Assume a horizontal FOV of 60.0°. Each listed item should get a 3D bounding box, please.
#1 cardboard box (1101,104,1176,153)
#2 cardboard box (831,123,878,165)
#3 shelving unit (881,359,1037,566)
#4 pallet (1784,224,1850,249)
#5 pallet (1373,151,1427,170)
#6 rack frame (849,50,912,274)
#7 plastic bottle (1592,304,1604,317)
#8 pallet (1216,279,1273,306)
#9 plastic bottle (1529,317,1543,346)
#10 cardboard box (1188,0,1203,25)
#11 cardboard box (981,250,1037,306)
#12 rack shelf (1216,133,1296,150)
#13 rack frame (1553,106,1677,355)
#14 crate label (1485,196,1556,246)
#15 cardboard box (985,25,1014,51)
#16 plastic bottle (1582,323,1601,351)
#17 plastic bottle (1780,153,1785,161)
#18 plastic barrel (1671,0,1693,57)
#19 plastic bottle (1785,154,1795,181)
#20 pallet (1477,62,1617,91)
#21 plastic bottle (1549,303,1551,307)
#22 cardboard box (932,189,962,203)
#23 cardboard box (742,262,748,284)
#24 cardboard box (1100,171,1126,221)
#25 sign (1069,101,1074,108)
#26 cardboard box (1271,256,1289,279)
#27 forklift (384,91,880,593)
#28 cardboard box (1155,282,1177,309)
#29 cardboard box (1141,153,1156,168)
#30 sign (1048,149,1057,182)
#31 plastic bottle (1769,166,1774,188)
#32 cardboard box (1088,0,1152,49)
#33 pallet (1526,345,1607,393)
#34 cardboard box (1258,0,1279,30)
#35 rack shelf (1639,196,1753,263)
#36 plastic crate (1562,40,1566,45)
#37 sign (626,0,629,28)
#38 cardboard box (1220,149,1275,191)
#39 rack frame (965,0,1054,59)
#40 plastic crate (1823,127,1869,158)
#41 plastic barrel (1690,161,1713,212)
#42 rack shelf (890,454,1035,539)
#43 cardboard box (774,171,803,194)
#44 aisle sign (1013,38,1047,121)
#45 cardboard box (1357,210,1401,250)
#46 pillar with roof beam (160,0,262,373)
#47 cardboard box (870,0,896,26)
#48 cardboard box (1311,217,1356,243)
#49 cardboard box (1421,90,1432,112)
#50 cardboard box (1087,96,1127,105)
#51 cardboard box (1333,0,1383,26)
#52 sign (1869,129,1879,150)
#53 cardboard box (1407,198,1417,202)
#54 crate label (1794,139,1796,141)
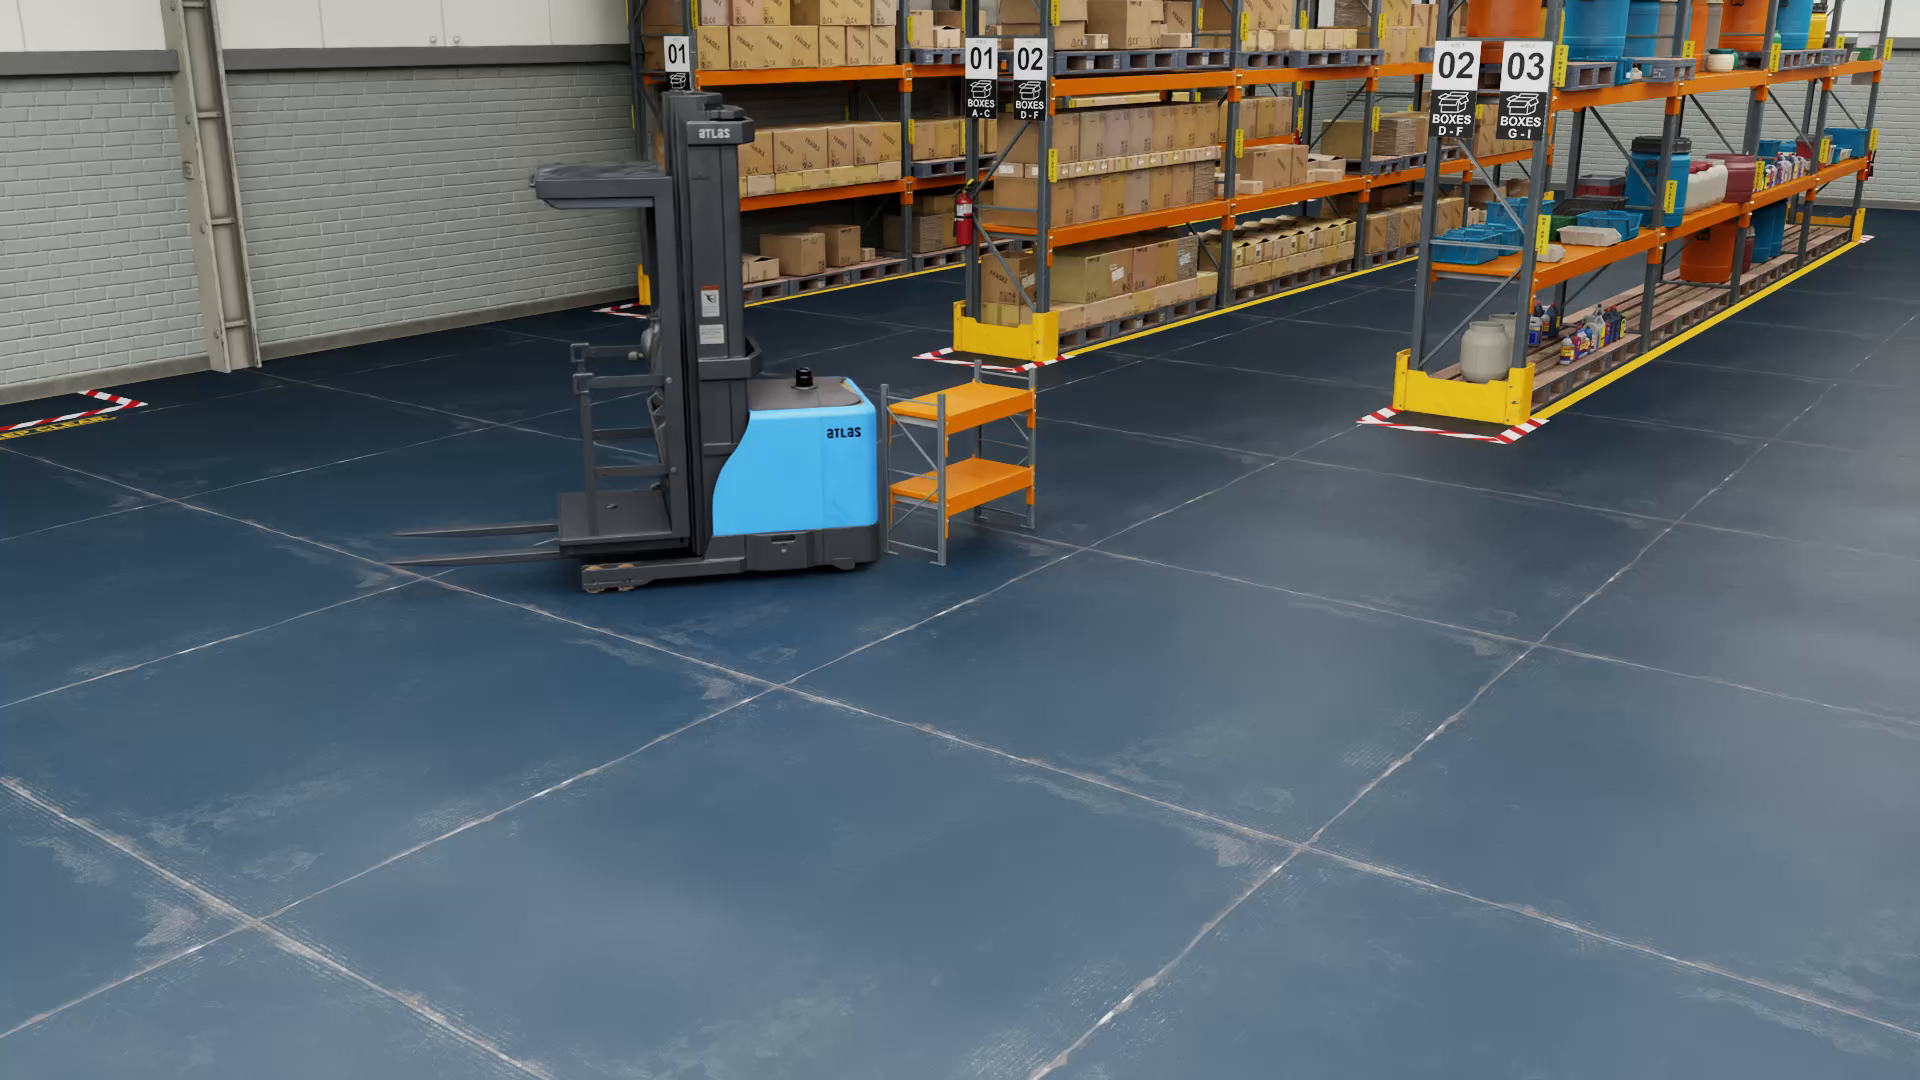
[{"bbox_3d":[2.016,-4.686,18.921,0.700,0.500,0.500,12,21,35],"label":"cardboard box"},{"bbox_3d":[-1.432,-5.249,22.043,0.500,0.500,0.500,12,21,34],"label":"cardboard box"},{"bbox_3d":[0.004,-0.539,11.082,0.538,1.125,1.048,12,21,35],"label":"shelving unit"},{"bbox_3d":[13.478,-4.826,26.429,1.003,0.211,1.213,12,21,35],"label":"pallet"},{"bbox_3d":[6.413,-5.691,24.835,1.003,0.211,1.213,12,21,35],"label":"pallet"},{"bbox_3d":[-1.106,-5.240,23.060,1.000,3.000,0.127,12,21,35],"label":"rack frame"},{"bbox_3d":[6.582,-2.256,17.174,0.144,0.351,0.185,12,21,35],"label":"plastic bottle"},{"bbox_3d":[3.282,-3.216,21.245,1.003,0.211,1.213,12,21,35],"label":"pallet"},{"bbox_3d":[5.804,-2.113,16.843,0.152,0.276,0.135,12,21,35],"label":"plastic bottle"},{"bbox_3d":[4.311,-9.233,28.972,0.500,0.500,0.500,12,21,34],"label":"cardboard box"},{"bbox_3d":[0.572,-2.839,17.991,0.500,0.500,0.500,12,21,35],"label":"cardboard box"},{"bbox_3d":[4.852,-7.278,30.837,1.077,0.370,4.000,12,21,35],"label":"rack shelf"},{"bbox_3d":[6.850,-3.489,17.423,1.000,3.000,0.127,12,21,35],"label":"rack frame"},{"bbox_3d":[5.347,-3.040,15.915,0.502,0.435,0.616,12,21,35],"label":"crate label"},{"bbox_3d":[0.431,-7.392,24.723,0.797,0.503,0.637,16,24,42],"label":"cardboard box"},{"bbox_3d":[6.291,-2.034,16.586,0.152,0.276,0.135,13,21,36],"label":"plastic bottle"},{"bbox_3d":[11.216,-5.120,22.757,0.144,0.351,0.185,12,21,35],"label":"plastic bottle"},{"bbox_3d":[7.759,-5.632,18.420,0.600,0.901,0.708,12,21,35],"label":"plastic barrel"},{"bbox_3d":[11.222,-5.051,22.533,0.144,0.351,0.185,12,21,35],"label":"plastic bottle"},{"bbox_3d":[5.039,-4.059,14.517,1.003,0.211,1.213,12,21,35],"label":"pallet"},{"bbox_3d":[6.308,-2.398,17.767,0.097,0.271,0.097,0,17,0],"label":"plastic bottle"},{"bbox_3d":[-0.114,-5.023,24.569,0.500,0.250,0.500,12,21,33],"label":"cardboard box"},{"bbox_3d":[-3.005,-3.362,20.805,0.500,0.311,0.500,10,20,29],"label":"cardboard box"},{"bbox_3d":[1.389,-3.813,18.295,0.700,0.500,0.500,13,21,35],"label":"cardboard box"},{"bbox_3d":[1.719,-6.614,25.666,0.100,0.325,0.005,12,21,35],"label":"sign"},{"bbox_3d":[3.926,-3.551,21.548,0.500,0.250,0.500,12,21,33],"label":"cardboard box"},{"bbox_3d":[-2.083,-1.245,10.312,3.031,2.935,1.130,-4,18,-13],"label":"forklift"},{"bbox_3d":[2.182,-2.865,19.340,0.500,0.250,0.500,12,21,35],"label":"cardboard box"},{"bbox_3d":[1.971,-4.255,18.624,0.380,0.149,0.250,13,22,36],"label":"cardboard box"},{"bbox_3d":[0.933,-3.765,16.716,0.100,0.325,0.005,12,21,35],"label":"sign"},{"bbox_3d":[10.476,-4.700,21.516,0.061,0.283,0.133,12,21,35],"label":"plastic bottle"},{"bbox_3d":[1.700,-5.508,17.752,0.500,0.500,0.500,12,21,35],"label":"cardboard box"},{"bbox_3d":[5.690,-1.713,16.405,1.003,0.211,1.213,12,21,35],"label":"pallet"},{"bbox_3d":[3.594,-6.565,20.549,0.500,0.500,0.500,15,23,40],"label":"cardboard box"},{"bbox_3d":[8.042,-3.622,19.063,1.077,0.370,4.000,12,21,35],"label":"rack shelf"},{"bbox_3d":[5.361,-4.469,15.546,0.392,0.384,0.575,12,21,35],"label":"plastic crate"},{"bbox_3d":[-3.923,-6.246,19.747,0.100,0.325,0.005,12,21,35],"label":"sign"},{"bbox_3d":[3.659,-4.719,21.213,0.500,0.500,0.500,14,22,39],"label":"cardboard box"},{"bbox_3d":[0.491,-6.278,16.287,1.000,3.000,0.127,12,21,35],"label":"rack frame"},{"bbox_3d":[13.951,-6.280,26.249,0.616,0.435,0.499,12,21,35],"label":"plastic crate"},{"bbox_3d":[8.292,-4.021,18.906,0.433,0.535,0.433,0,17,0],"label":"plastic barrel"},{"bbox_3d":[0.004,-0.305,11.155,0.538,0.278,1.000,12,21,35],"label":"rack shelf"},{"bbox_3d":[-2.337,-4.532,20.999,0.500,0.250,0.500,12,21,34],"label":"cardboard box"},{"bbox_3d":[0.698,-4.585,16.566,0.394,0.787,0.004,12,21,35],"label":"aisle sign"},{"bbox_3d":[6.066,-4.518,24.209,0.500,0.500,0.500,12,21,33],"label":"cardboard box"},{"bbox_3d":[-3.885,-5.282,13.080,9.100,9.000,0.400,12,21,35],"label":"pillar with roof beam"},{"bbox_3d":[-1.187,-7.040,21.911,0.500,0.500,0.500,10,20,30],"label":"cardboard box"},{"bbox_3d":[5.144,-4.305,23.033,0.500,0.311,0.500,13,22,36],"label":"cardboard box"},{"bbox_3d":[7.735,-6.963,26.752,0.500,0.500,0.500,13,21,35],"label":"cardboard box"},{"bbox_3d":[2.369,-7.061,26.955,0.500,0.250,0.500,13,21,35],"label":"cardboard box"},{"bbox_3d":[5.523,-7.379,23.035,0.500,0.500,0.500,12,21,35],"label":"cardboard box"},{"bbox_3d":[14.452,-6.332,26.302,0.100,0.325,0.005,12,21,35],"label":"sign"},{"bbox_3d":[6.848,-5.086,26.038,0.500,0.500,0.500,13,21,35],"label":"cardboard box"},{"bbox_3d":[13.589,-6.296,26.640,0.416,0.233,0.303,12,21,35],"label":"crate label"}]
